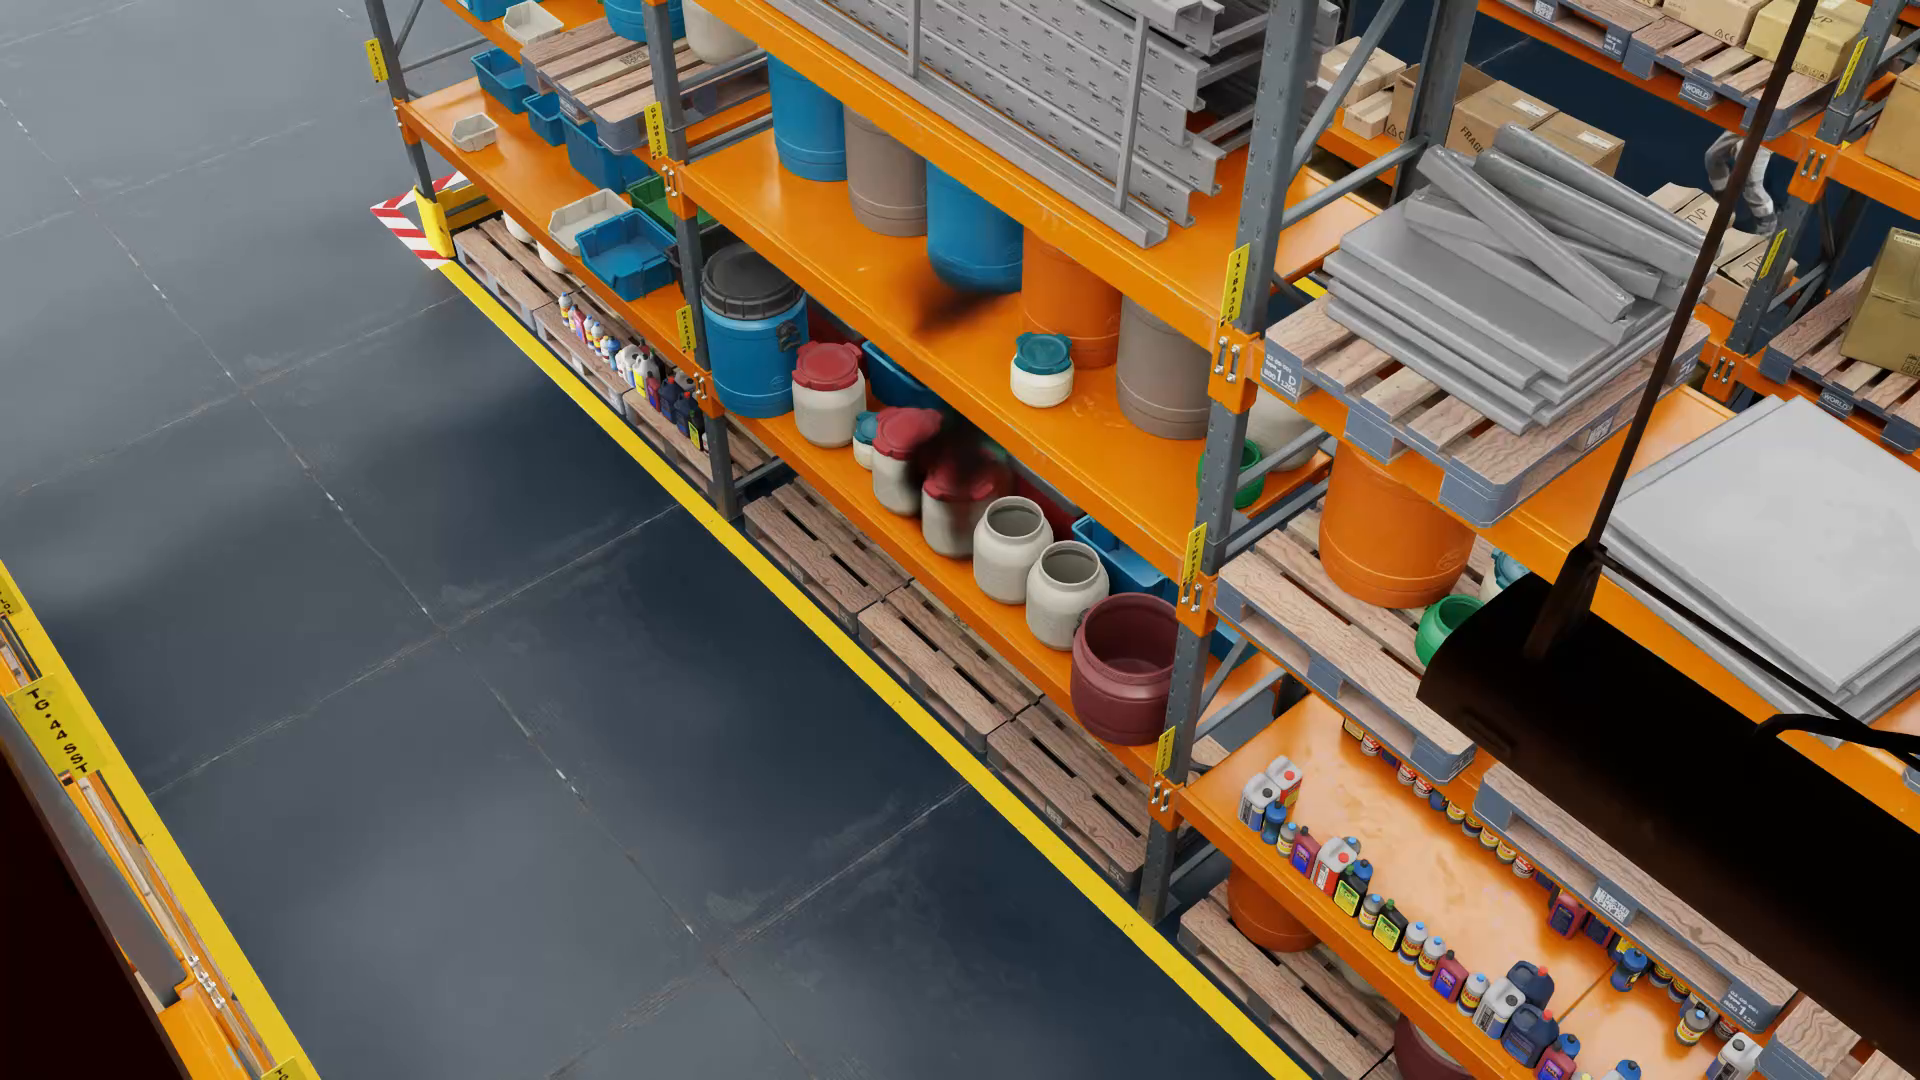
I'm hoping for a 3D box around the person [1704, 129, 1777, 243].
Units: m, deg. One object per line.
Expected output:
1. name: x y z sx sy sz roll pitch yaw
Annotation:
1. person: 6.125 -3.149 12.810 0.839 1.665 0.687 12 48 11
